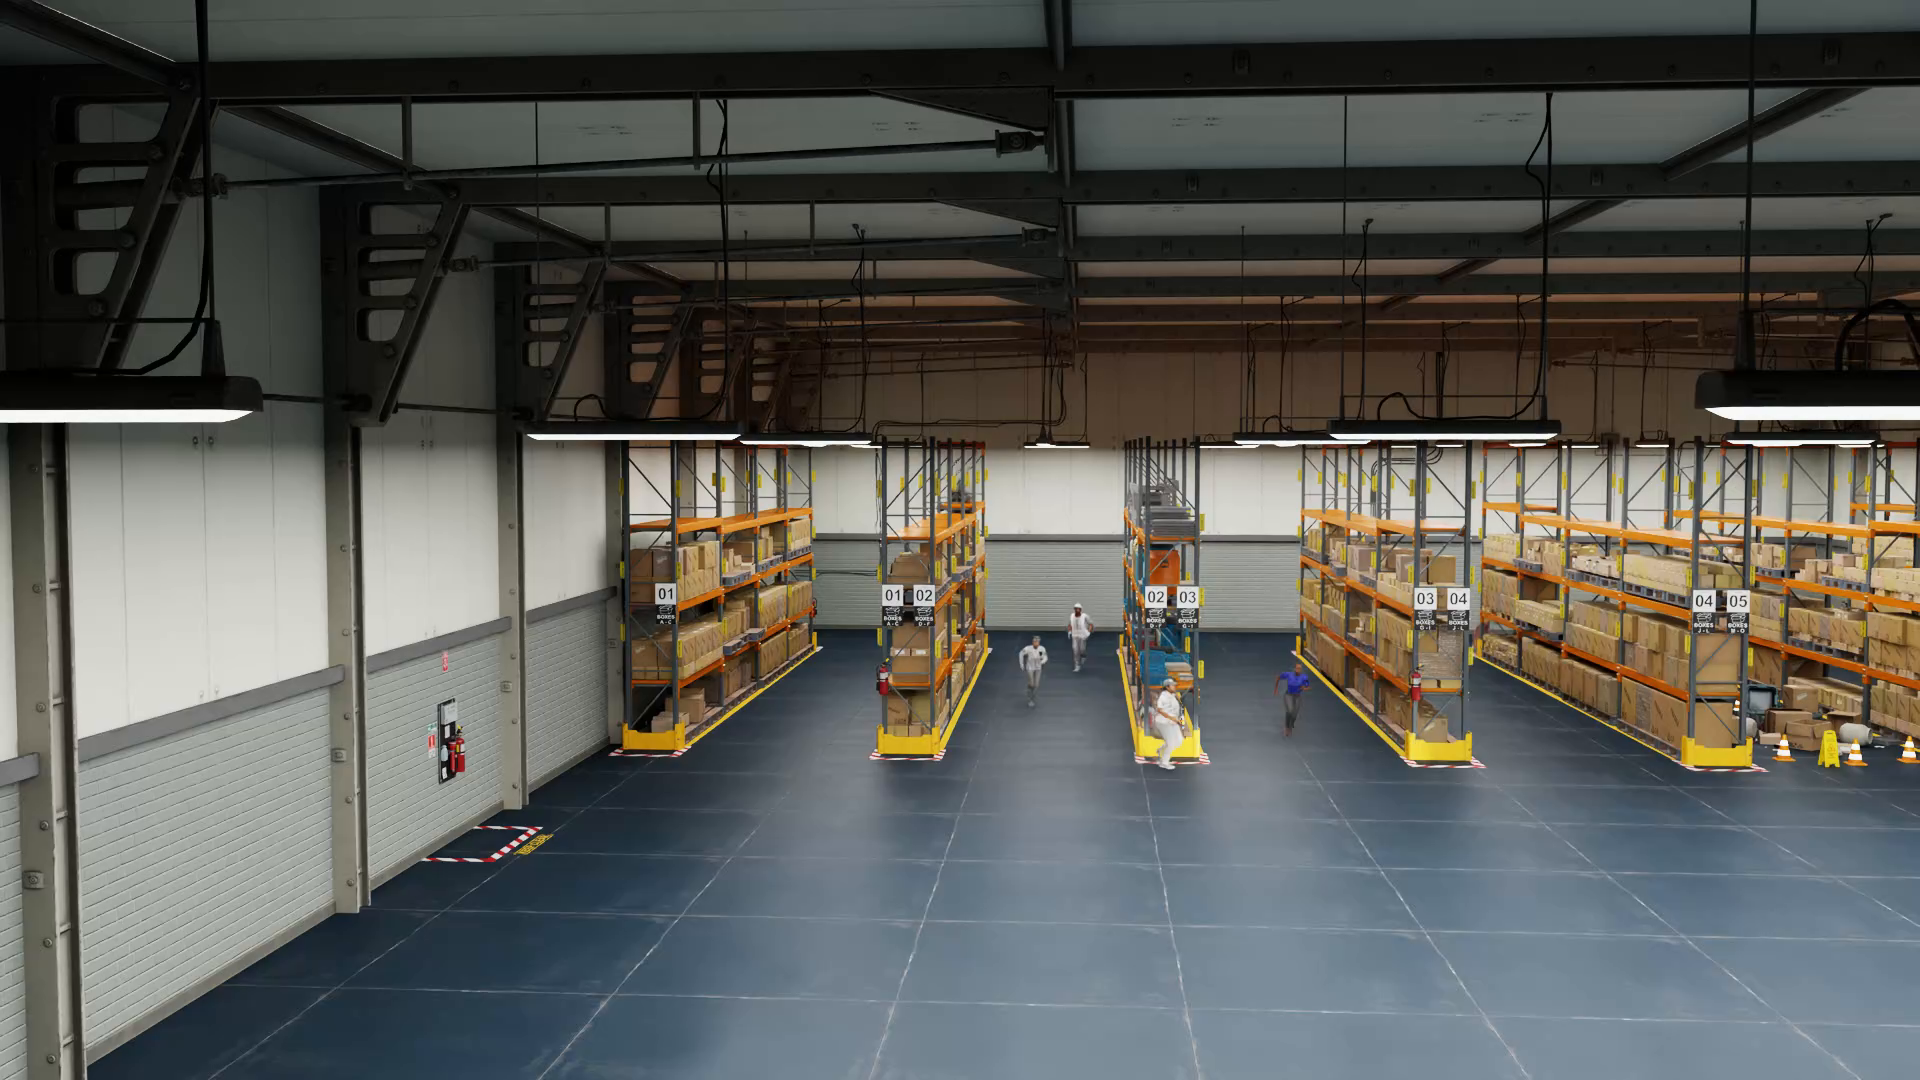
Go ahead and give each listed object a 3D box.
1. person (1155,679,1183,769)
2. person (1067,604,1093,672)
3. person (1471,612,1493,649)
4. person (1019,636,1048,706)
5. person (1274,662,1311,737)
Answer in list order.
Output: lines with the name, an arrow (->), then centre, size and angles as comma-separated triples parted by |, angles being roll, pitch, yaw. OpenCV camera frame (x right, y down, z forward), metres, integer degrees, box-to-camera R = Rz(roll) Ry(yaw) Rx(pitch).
person -> 3.738, 3.309, 29.961 | 0.548, 1.631, 0.609 | 2, 4, 30
person -> 3.145, 2.532, 43.431 | 0.690, 1.771, 0.684 | 1, 3, 19
person -> 15.006, 2.344, 47.634 | 0.880, 1.651, 0.627 | 1, 3, 24
person -> 1.660, 2.933, 37.328 | 0.604, 1.616, 0.666 | -1, 3, -13
person -> 6.674, 3.191, 33.350 | 0.640, 1.547, 0.791 | 0, 3, -7
